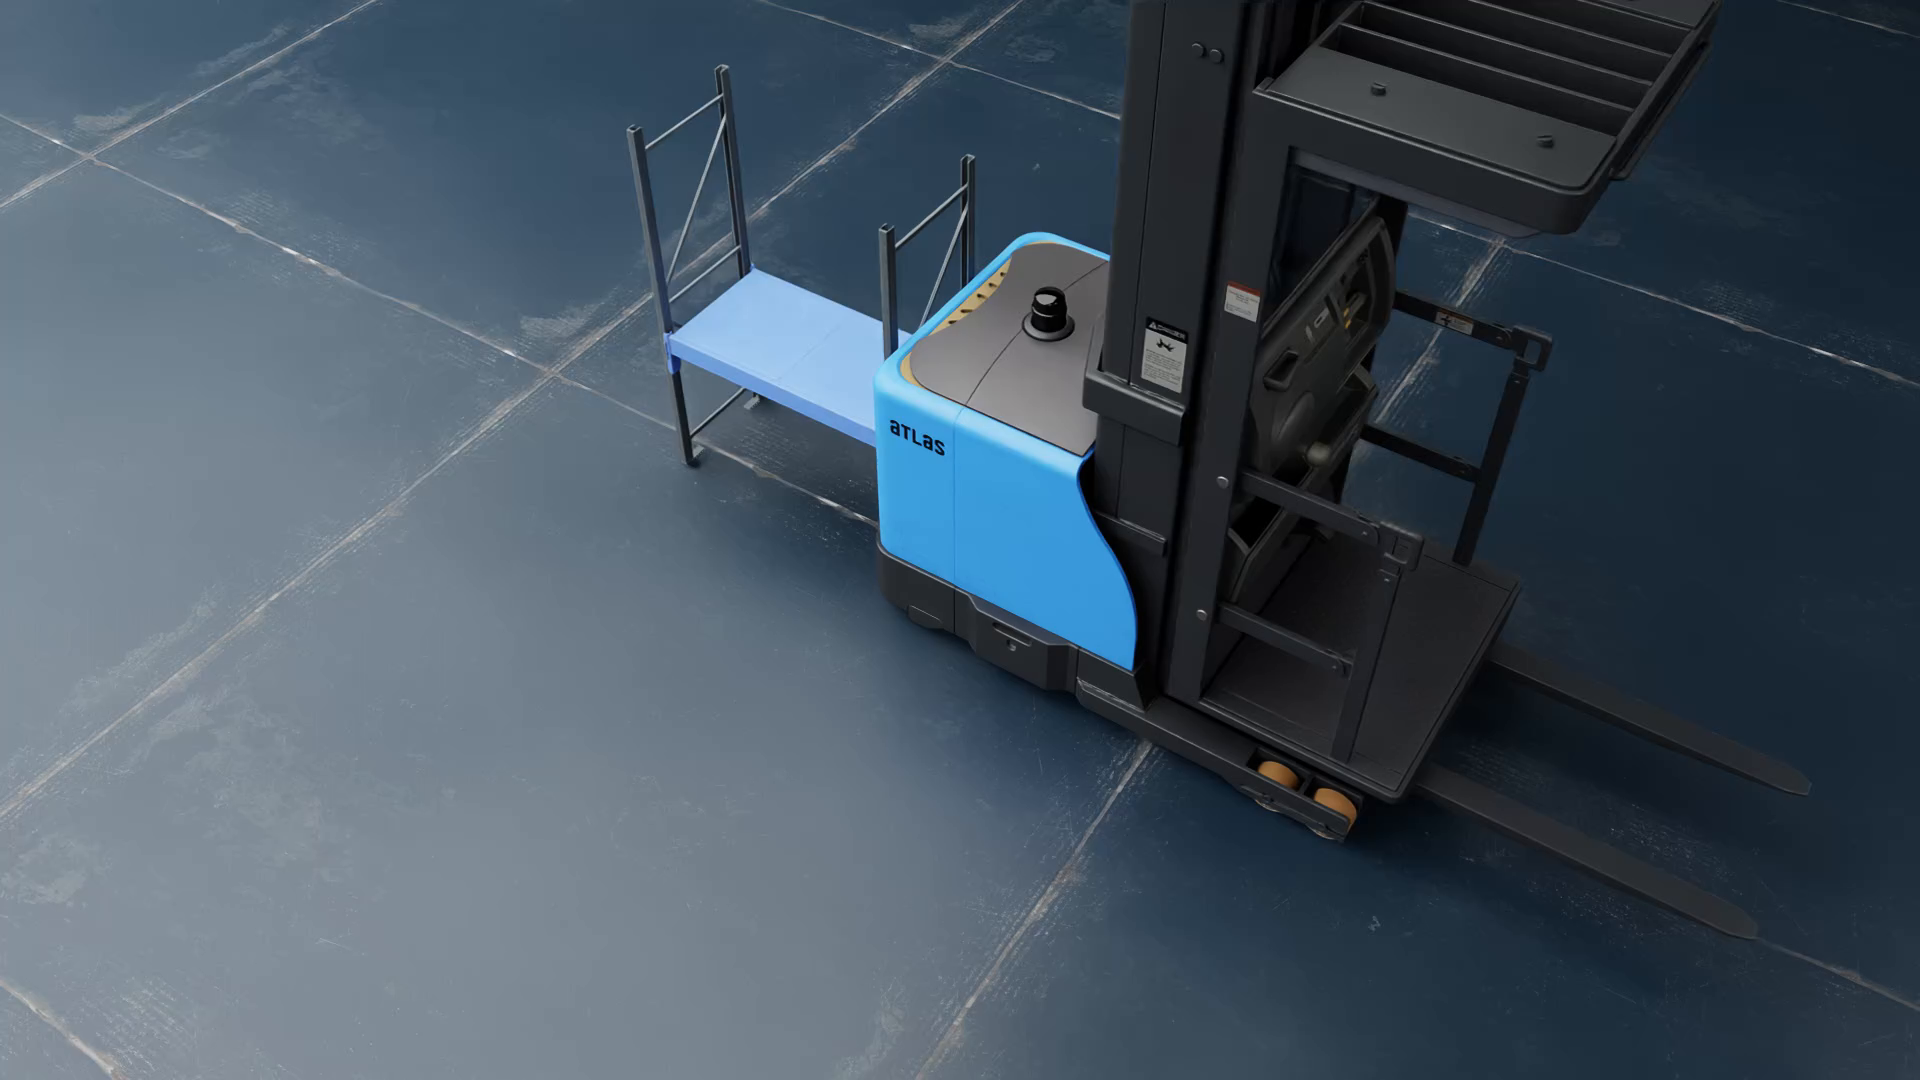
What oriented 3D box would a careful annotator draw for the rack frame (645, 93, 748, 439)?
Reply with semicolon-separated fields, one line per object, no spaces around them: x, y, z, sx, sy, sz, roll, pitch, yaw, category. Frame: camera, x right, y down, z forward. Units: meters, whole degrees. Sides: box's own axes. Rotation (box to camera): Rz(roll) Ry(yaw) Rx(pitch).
-0.949;-0.969;6.146;0.013;1.308;0.475;25;51;23;rack frame

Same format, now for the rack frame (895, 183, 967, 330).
-0.100;-0.568;5.756;0.013;1.308;0.475;25;51;23;rack frame

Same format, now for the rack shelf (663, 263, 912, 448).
-0.524;-0.644;6.081;1.000;0.185;0.538;25;51;23;rack shelf

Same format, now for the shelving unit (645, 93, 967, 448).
-0.524;-0.769;5.952;1.030;1.308;0.538;25;51;23;shelving unit

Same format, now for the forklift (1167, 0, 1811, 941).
1.215;-0.502;4.695;3.031;2.935;1.121;25;51;23;forklift

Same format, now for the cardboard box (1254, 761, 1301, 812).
1.016;0.795;5.368;0.160;0.156;0.130;24;50;21;cardboard box
